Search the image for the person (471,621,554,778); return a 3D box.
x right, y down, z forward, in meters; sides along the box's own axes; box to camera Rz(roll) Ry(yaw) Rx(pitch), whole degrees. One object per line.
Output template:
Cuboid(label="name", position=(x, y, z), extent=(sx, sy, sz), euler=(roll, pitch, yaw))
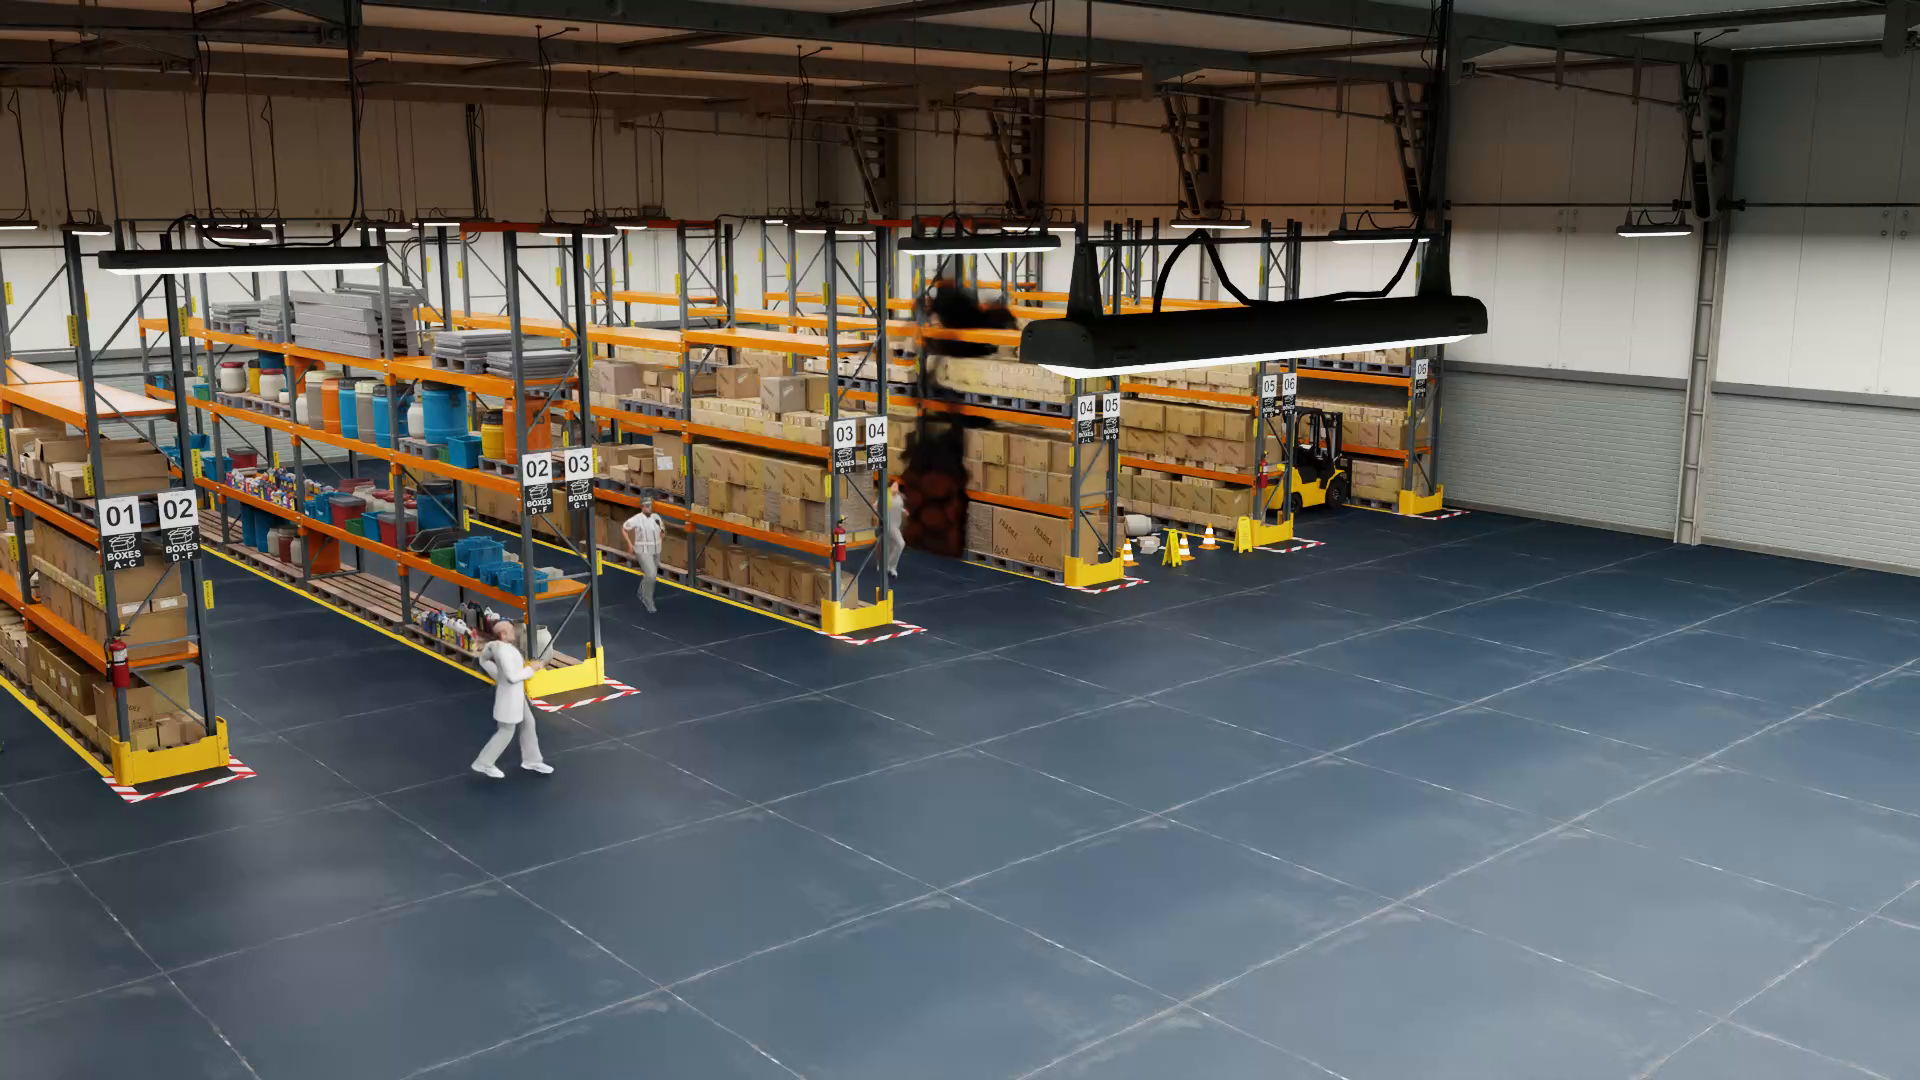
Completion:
Cuboid(label="person", position=(-5.002, 1.787, 18.454), extent=(0.897, 1.804, 0.693), euler=(-4, 12, -17))

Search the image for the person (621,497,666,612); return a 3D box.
Cuboid(label="person", position=(-4.932, 0.225, 26.333), extent=(0.761, 1.853, 0.633), euler=(9, 15, 39))

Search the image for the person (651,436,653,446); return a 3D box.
Cuboid(label="person", position=(-7.475, -2.704, 41.135), extent=(0.535, 1.639, 0.650), euler=(3, 12, 16))

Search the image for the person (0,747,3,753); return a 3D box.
Cuboid(label="person", position=(-11.598, 1.585, 19.524), extent=(0.957, 1.762, 0.700), euler=(9, 15, 39))

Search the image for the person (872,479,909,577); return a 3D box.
Cuboid(label="person", position=(-1.162, -0.215, 28.719), extent=(0.673, 1.684, 0.549), euler=(7, 13, 32))
